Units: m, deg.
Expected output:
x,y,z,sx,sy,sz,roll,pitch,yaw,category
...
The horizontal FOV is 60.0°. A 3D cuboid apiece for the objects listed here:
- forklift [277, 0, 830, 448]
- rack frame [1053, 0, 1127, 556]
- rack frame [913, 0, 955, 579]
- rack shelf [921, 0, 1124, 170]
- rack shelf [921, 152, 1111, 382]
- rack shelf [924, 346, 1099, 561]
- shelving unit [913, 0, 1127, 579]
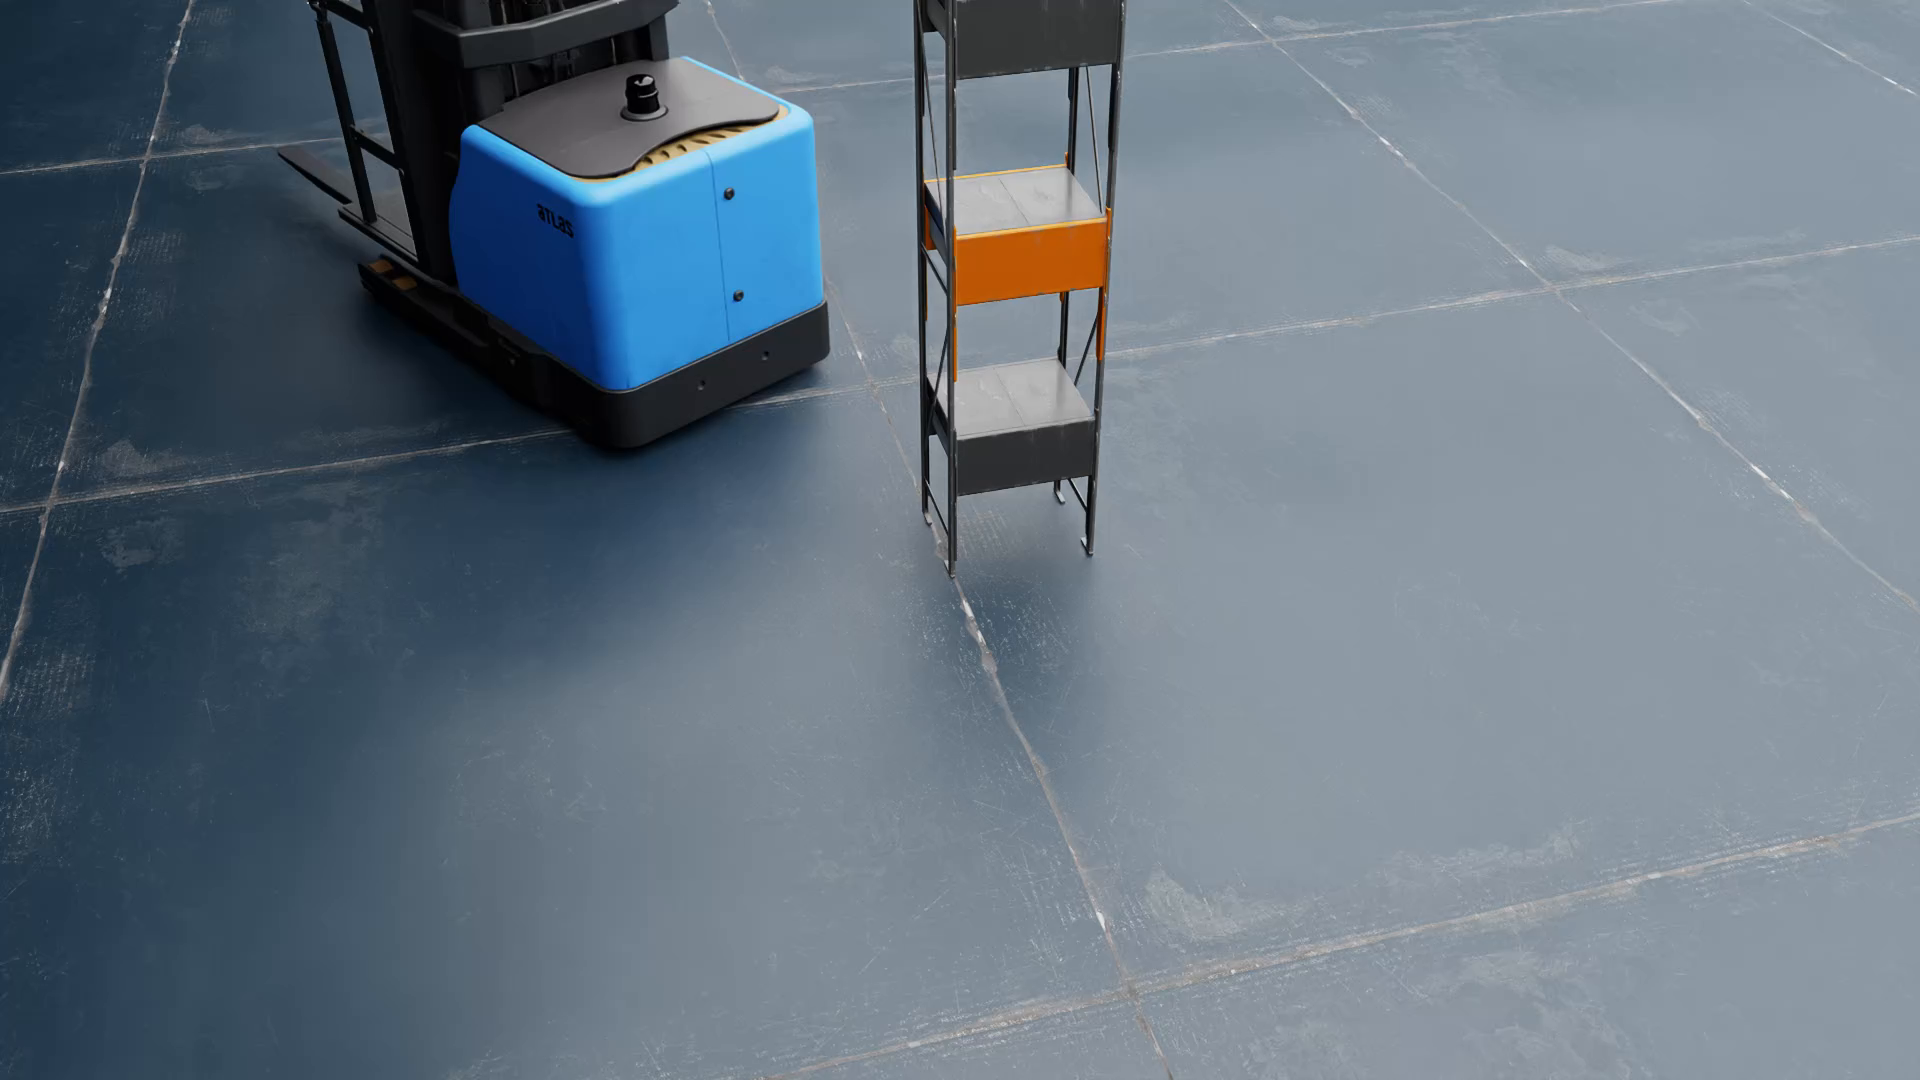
x,y,z,sx,sy,sz,roll,pitch,yaw,category
-1.903,-2.297,6.340,1.130,2.935,3.031,-31,47,-34,forklift
0.395,-0.899,5.197,0.015,2.100,0.400,-9,38,-12,rack frame
-0.076,-0.822,5.096,0.015,2.100,0.400,-9,38,-12,rack frame
0.160,-1.405,4.729,0.480,0.518,0.431,-9,38,-12,rack shelf
0.160,-0.849,5.155,0.480,0.518,0.431,-9,38,-12,rack shelf
0.160,-0.293,5.580,0.480,0.518,0.431,-9,38,-12,rack shelf
0.160,-0.860,5.146,0.503,2.100,0.431,-9,38,-12,shelving unit
